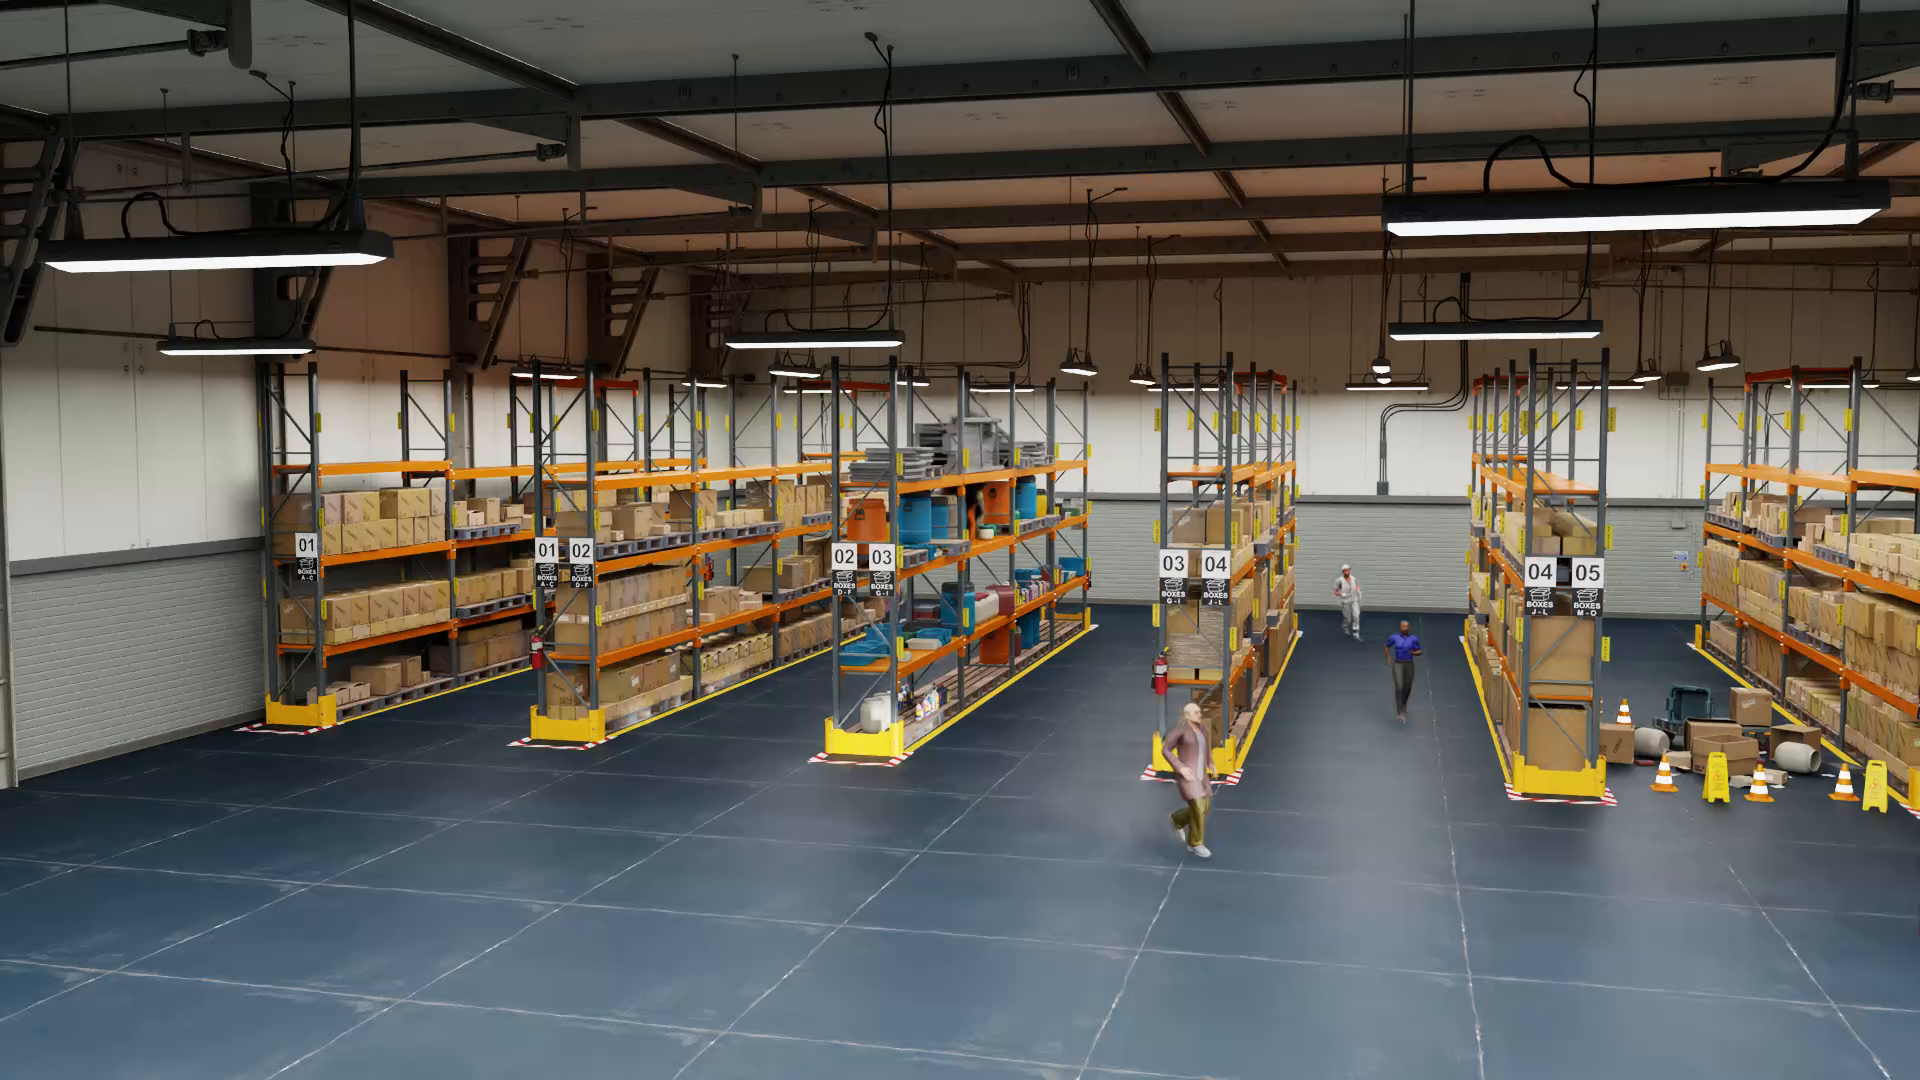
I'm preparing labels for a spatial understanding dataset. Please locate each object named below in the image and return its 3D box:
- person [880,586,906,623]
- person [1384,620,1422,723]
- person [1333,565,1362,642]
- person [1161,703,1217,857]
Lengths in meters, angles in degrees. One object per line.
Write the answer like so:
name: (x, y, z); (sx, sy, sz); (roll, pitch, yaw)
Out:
person: (-1.407, 1.490, 34.974); (0.549, 1.524, 0.513); (0, 4, -1)
person: (7.486, 2.183, 28.102); (0.548, 1.682, 0.885); (0, 4, 2)
person: (8.926, 1.442, 38.350); (0.701, 1.752, 0.827); (-1, 4, -11)
person: (2.655, 2.772, 19.414); (0.727, 1.758, 0.741); (-4, 5, -41)
